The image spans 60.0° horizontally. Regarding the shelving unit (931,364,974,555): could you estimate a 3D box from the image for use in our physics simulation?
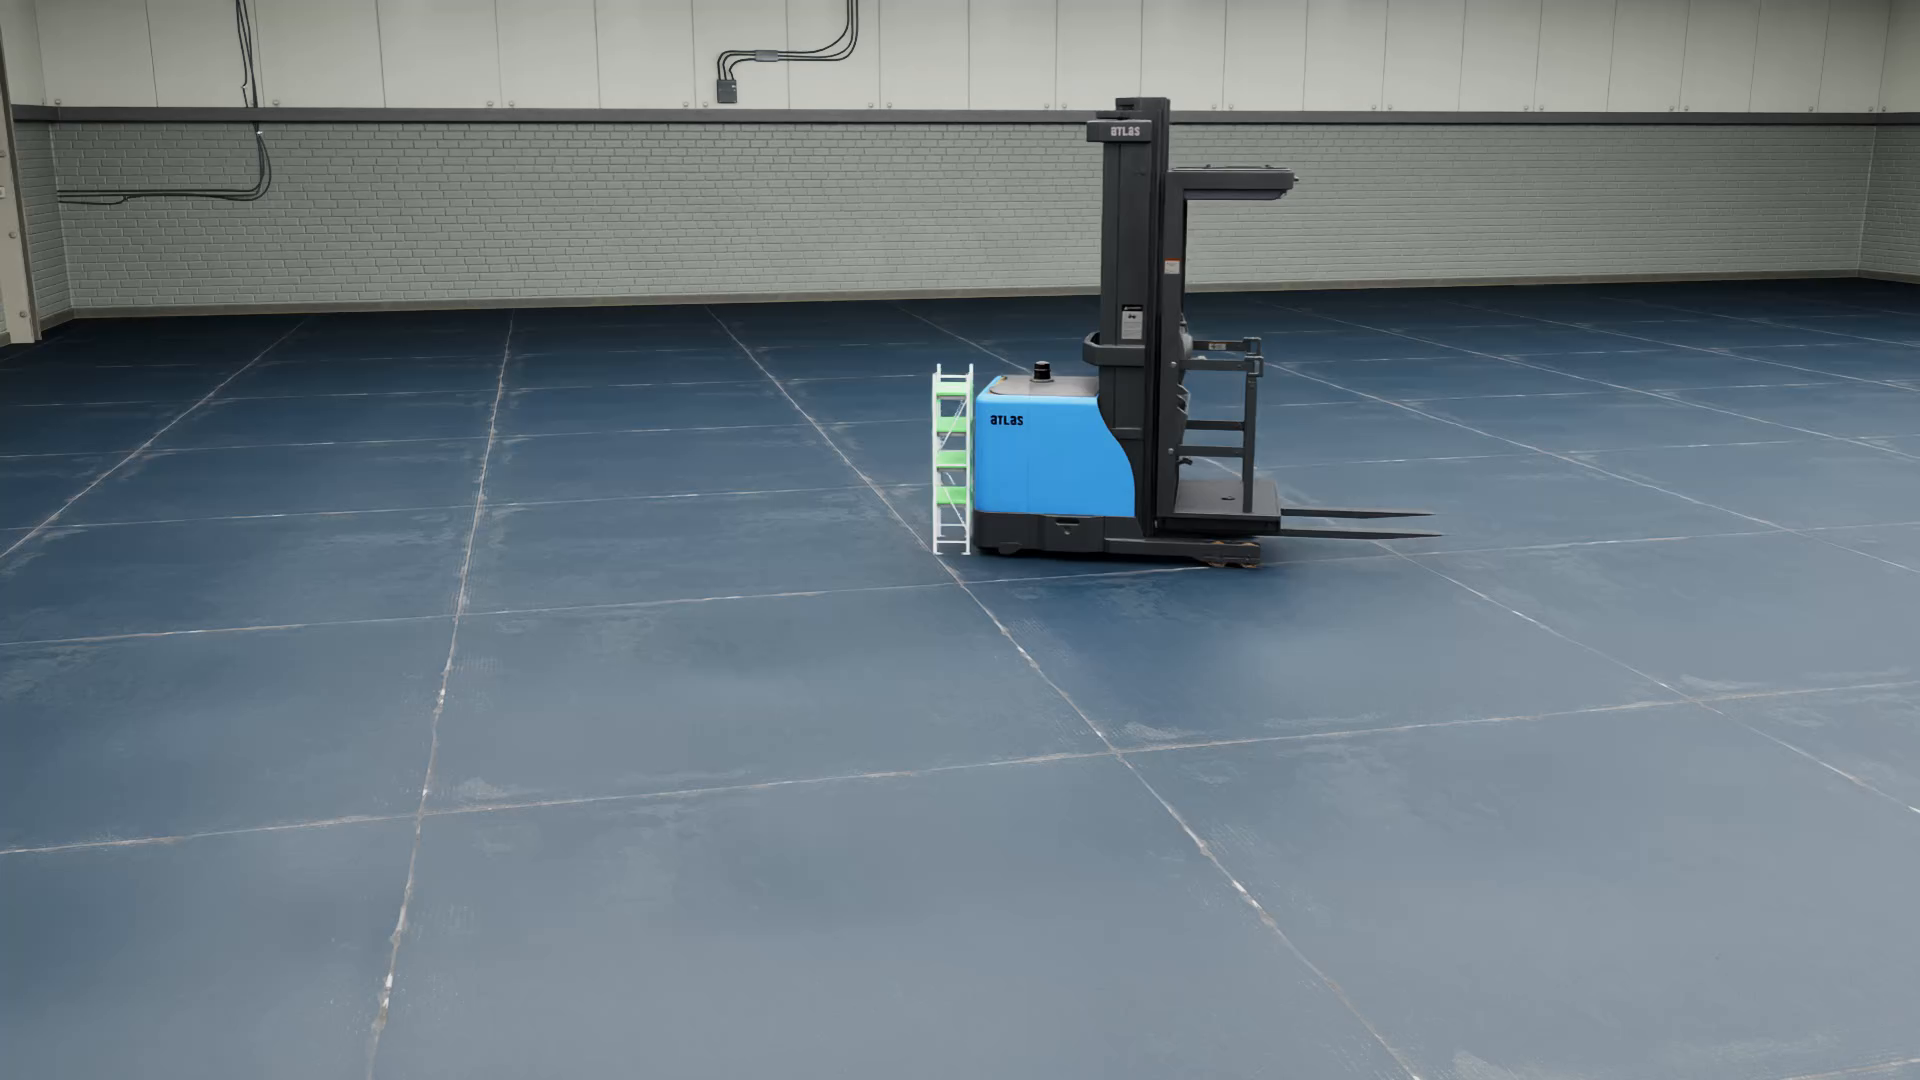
[{"bbox_3d":[-0.045,-0.547,11.137,0.258,1.200,0.503,1,14,3],"label":"shelving unit"}]

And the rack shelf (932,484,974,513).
[{"bbox_3d":[-0.045,-0.252,11.210,0.258,0.148,0.480,1,14,3],"label":"rack shelf"}]

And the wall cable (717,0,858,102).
[{"bbox_3d":[-2.750,-9.976,26.132,2.305,6.003,0.169,-3,14,-13],"label":"wall cable"}]

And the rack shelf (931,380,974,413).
[{"bbox_3d":[-0.045,-0.951,11.039,0.258,0.148,0.480,1,14,3],"label":"rack shelf"}]

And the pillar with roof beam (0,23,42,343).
[{"bbox_3d":[-8.391,-7.285,22.283,9.100,9.000,0.400,-3,14,-13],"label":"pillar with roof beam"}]

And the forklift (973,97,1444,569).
[{"bbox_3d":[1.651,-1.375,10.879,3.031,2.935,1.130,2,14,9],"label":"forklift"}]

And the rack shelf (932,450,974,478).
[{"bbox_3d":[-0.045,-0.485,11.153,0.258,0.148,0.480,1,14,3],"label":"rack shelf"}]

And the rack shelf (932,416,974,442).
[{"bbox_3d":[-0.045,-0.718,11.096,0.258,0.148,0.480,1,14,3],"label":"rack shelf"}]

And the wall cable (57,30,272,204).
[{"bbox_3d":[-11.982,-6.290,24.753,3.097,2.526,0.112,-3,14,-13],"label":"wall cable"}]

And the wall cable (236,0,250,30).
[{"bbox_3d":[-9.352,-8.894,24.771,3.097,2.526,0.112,-3,14,-13],"label":"wall cable"}]

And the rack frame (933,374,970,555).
[{"bbox_3d":[-0.057,-0.489,10.901,0.240,1.200,0.015,1,14,3],"label":"rack frame"}]

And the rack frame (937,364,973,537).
[{"bbox_3d":[-0.034,-0.605,11.374,0.240,1.200,0.015,1,14,3],"label":"rack frame"}]
